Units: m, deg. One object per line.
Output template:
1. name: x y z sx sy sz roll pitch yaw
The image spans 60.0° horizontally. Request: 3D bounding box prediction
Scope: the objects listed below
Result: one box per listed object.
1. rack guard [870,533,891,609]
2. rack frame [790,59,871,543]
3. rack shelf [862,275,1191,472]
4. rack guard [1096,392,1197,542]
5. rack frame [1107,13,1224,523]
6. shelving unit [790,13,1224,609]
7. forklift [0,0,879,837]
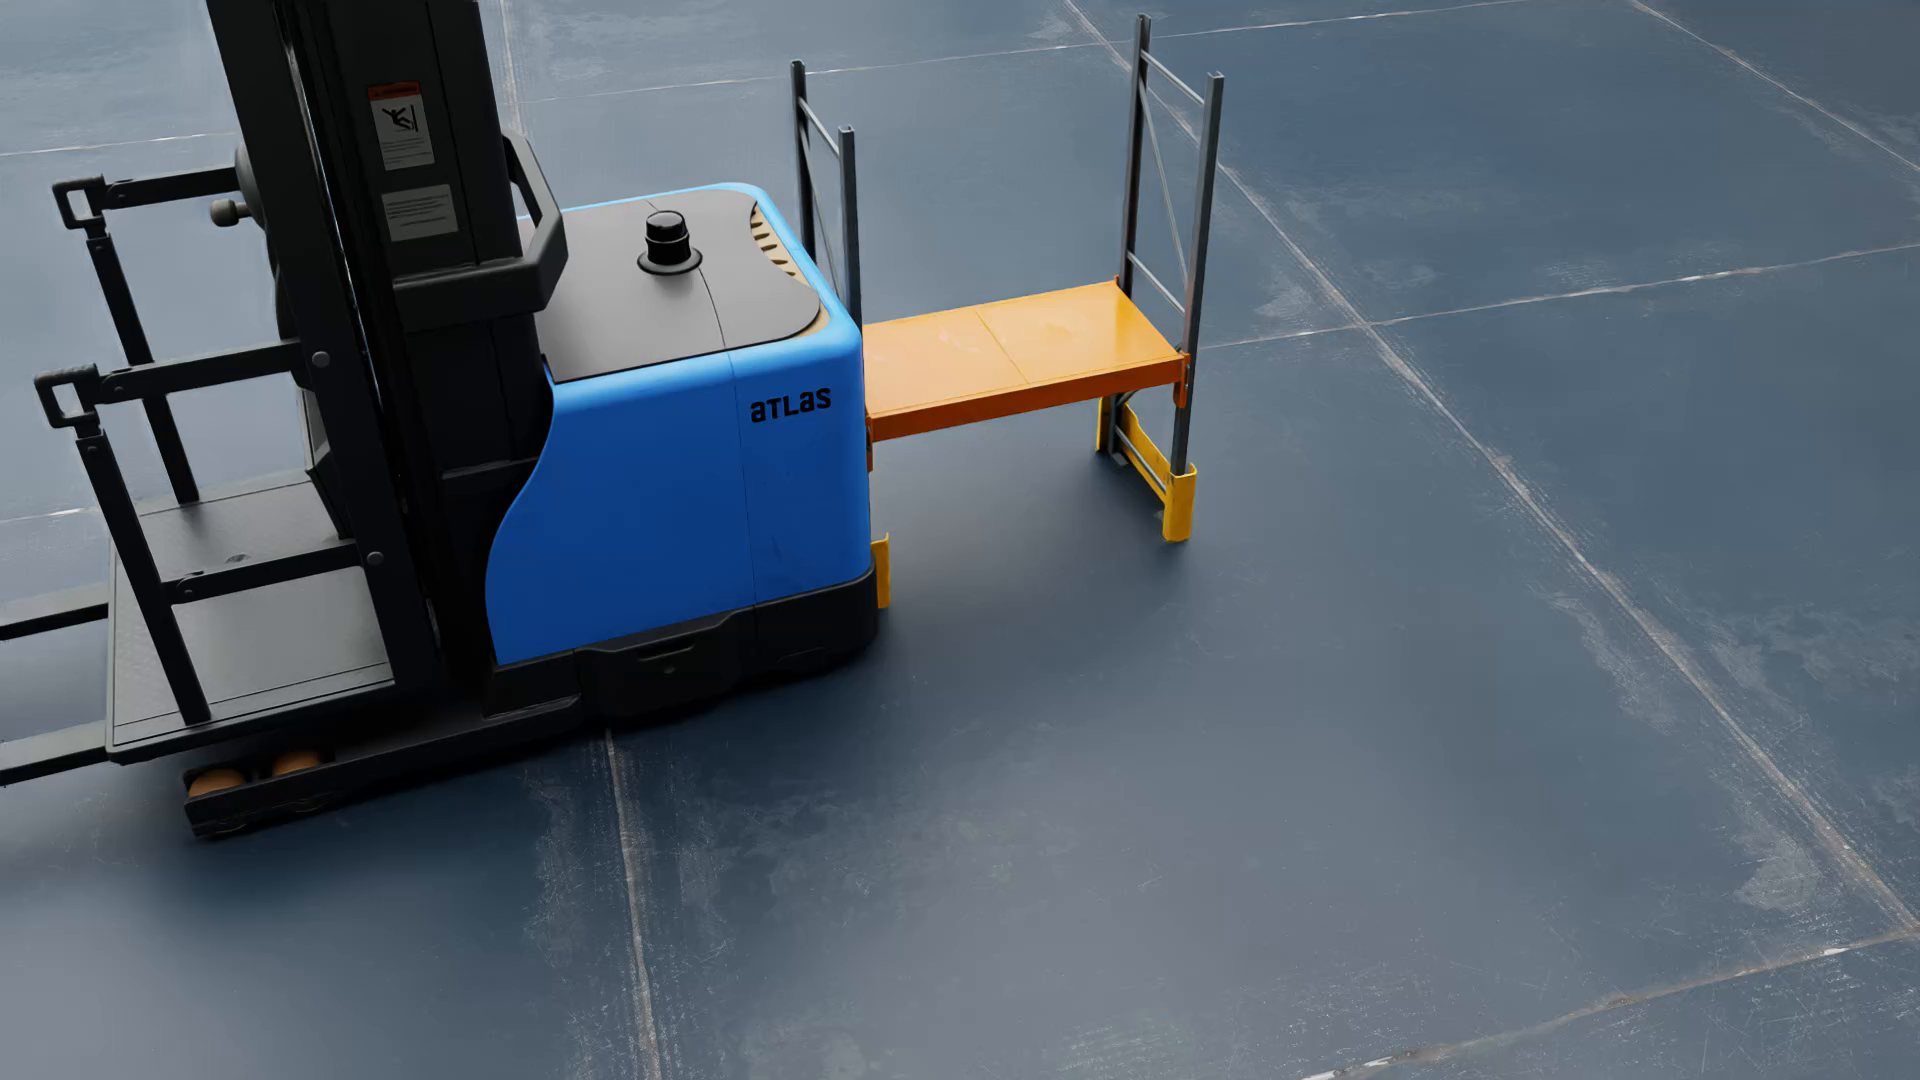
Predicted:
1. rack guard: -0.341 -0.060 5.123 0.087 0.250 0.587 -12 39 -16
2. rack frame: -0.359 -0.553 4.738 0.032 1.500 0.500 -12 39 -16
3. rack shelf: 0.119 -0.514 4.984 1.000 0.185 0.538 -12 39 -16
4. rack guard: 0.596 -0.265 5.391 0.087 0.250 0.587 -12 39 -16
5. rack frame: 0.598 -0.762 5.012 0.032 1.500 0.500 -12 39 -16
6. shelving unit: 0.128 -0.659 4.877 1.083 1.500 0.587 -12 39 -16
7. forklift: -1.805 -0.777 3.854 3.031 2.935 1.130 -13 39 -17
